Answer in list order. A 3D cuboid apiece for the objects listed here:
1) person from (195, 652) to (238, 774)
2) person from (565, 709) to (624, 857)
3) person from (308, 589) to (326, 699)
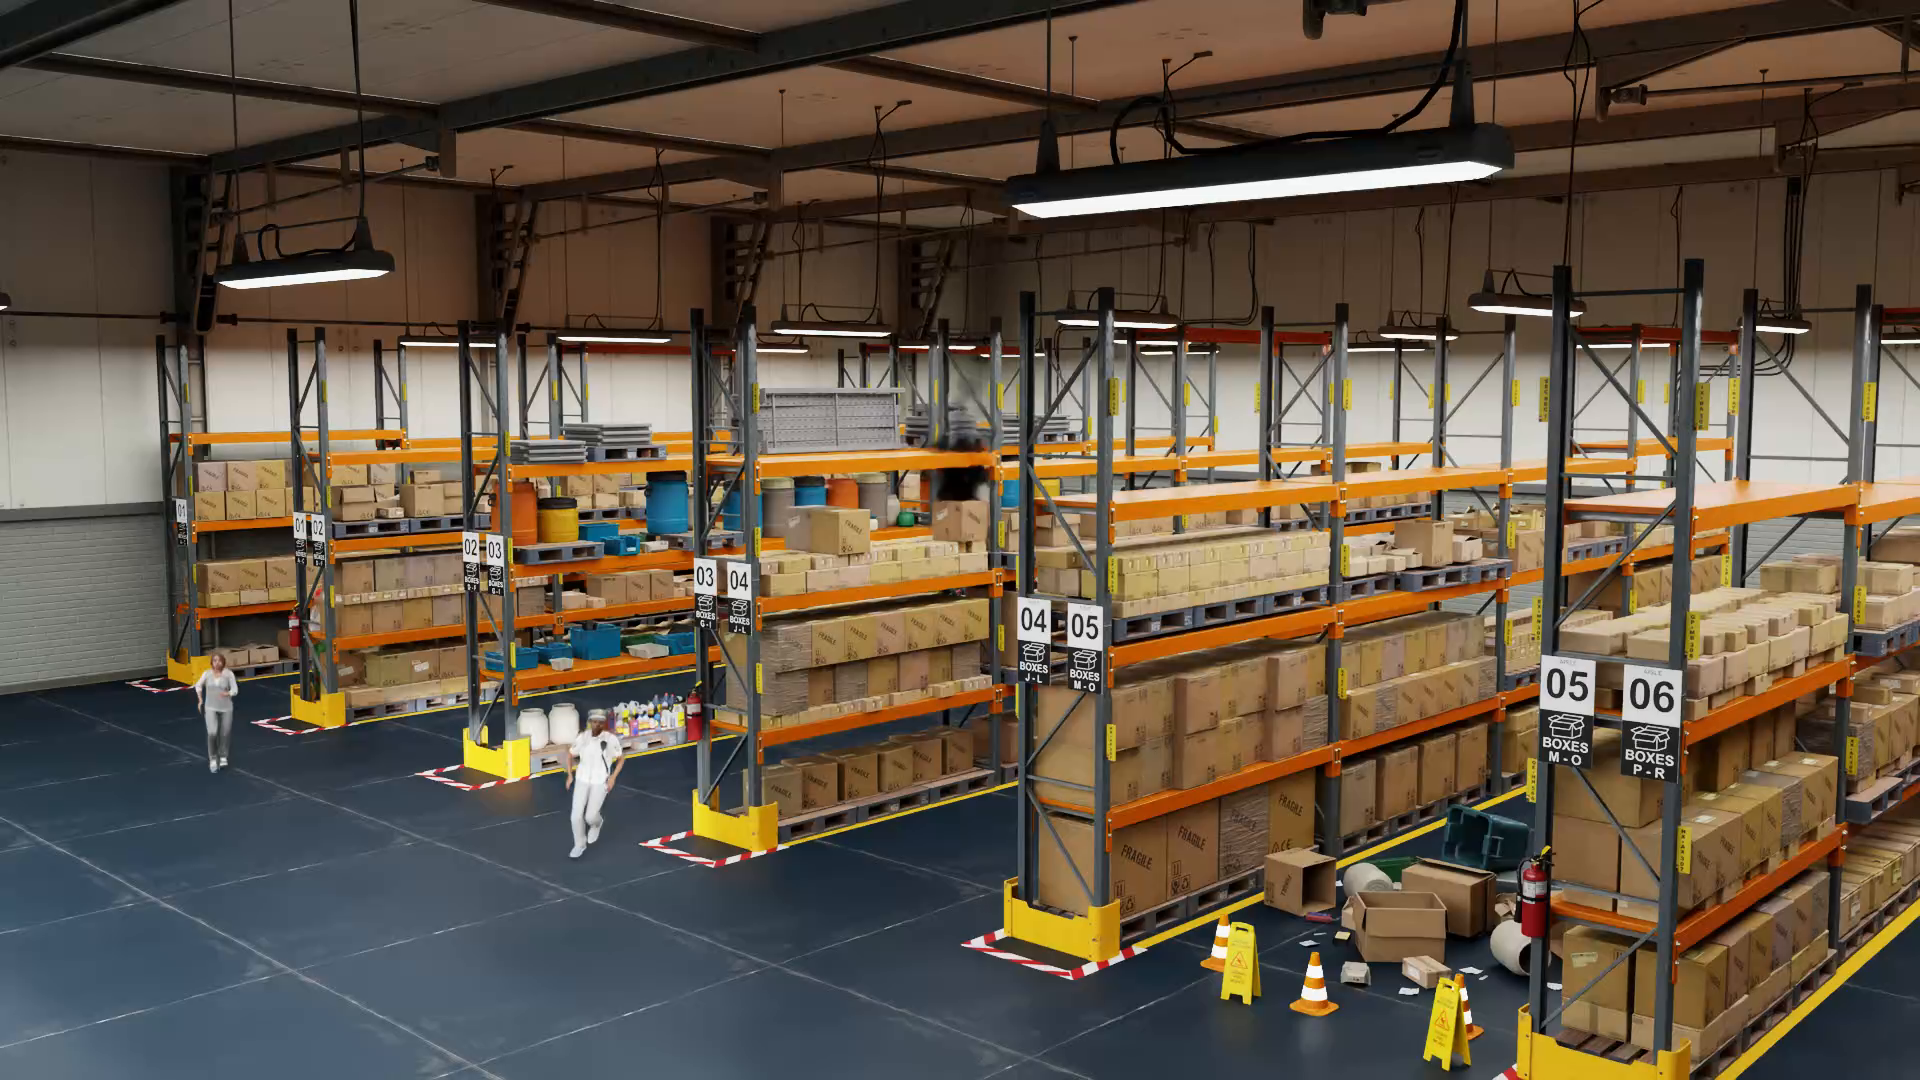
[{"bbox_3d":[-9.869,2.291,22.116,0.504,1.604,0.672,-3,6,-27],"label":"person"},{"bbox_3d":[-4.020,2.657,18.271,0.623,1.652,0.522,0,5,4],"label":"person"},{"bbox_3d":[-10.515,1.696,27.514,0.686,1.792,0.839,3,6,29],"label":"person"}]
